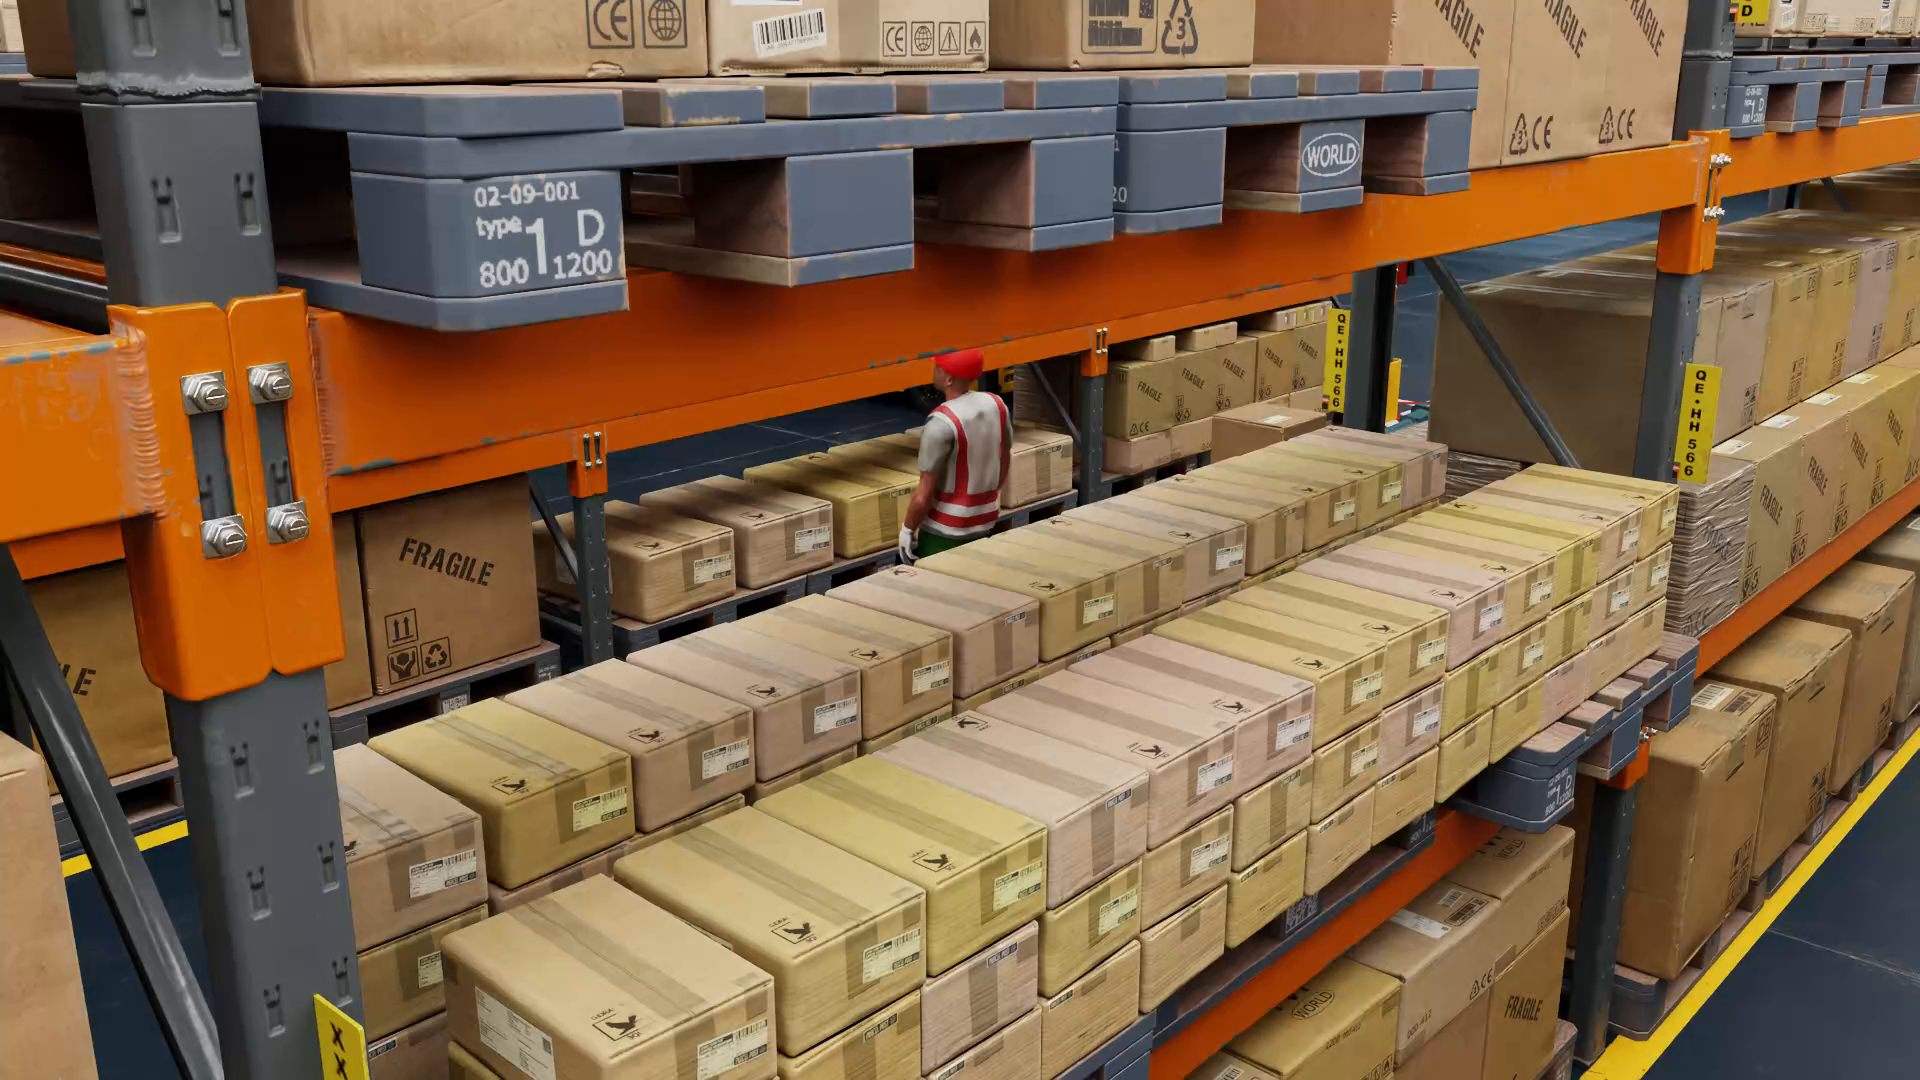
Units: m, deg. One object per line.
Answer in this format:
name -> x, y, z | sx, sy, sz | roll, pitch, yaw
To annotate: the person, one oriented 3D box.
person -> -0.079, -0.084, 7.746 | 0.564, 1.788, 0.624 | 14, 22, 40
